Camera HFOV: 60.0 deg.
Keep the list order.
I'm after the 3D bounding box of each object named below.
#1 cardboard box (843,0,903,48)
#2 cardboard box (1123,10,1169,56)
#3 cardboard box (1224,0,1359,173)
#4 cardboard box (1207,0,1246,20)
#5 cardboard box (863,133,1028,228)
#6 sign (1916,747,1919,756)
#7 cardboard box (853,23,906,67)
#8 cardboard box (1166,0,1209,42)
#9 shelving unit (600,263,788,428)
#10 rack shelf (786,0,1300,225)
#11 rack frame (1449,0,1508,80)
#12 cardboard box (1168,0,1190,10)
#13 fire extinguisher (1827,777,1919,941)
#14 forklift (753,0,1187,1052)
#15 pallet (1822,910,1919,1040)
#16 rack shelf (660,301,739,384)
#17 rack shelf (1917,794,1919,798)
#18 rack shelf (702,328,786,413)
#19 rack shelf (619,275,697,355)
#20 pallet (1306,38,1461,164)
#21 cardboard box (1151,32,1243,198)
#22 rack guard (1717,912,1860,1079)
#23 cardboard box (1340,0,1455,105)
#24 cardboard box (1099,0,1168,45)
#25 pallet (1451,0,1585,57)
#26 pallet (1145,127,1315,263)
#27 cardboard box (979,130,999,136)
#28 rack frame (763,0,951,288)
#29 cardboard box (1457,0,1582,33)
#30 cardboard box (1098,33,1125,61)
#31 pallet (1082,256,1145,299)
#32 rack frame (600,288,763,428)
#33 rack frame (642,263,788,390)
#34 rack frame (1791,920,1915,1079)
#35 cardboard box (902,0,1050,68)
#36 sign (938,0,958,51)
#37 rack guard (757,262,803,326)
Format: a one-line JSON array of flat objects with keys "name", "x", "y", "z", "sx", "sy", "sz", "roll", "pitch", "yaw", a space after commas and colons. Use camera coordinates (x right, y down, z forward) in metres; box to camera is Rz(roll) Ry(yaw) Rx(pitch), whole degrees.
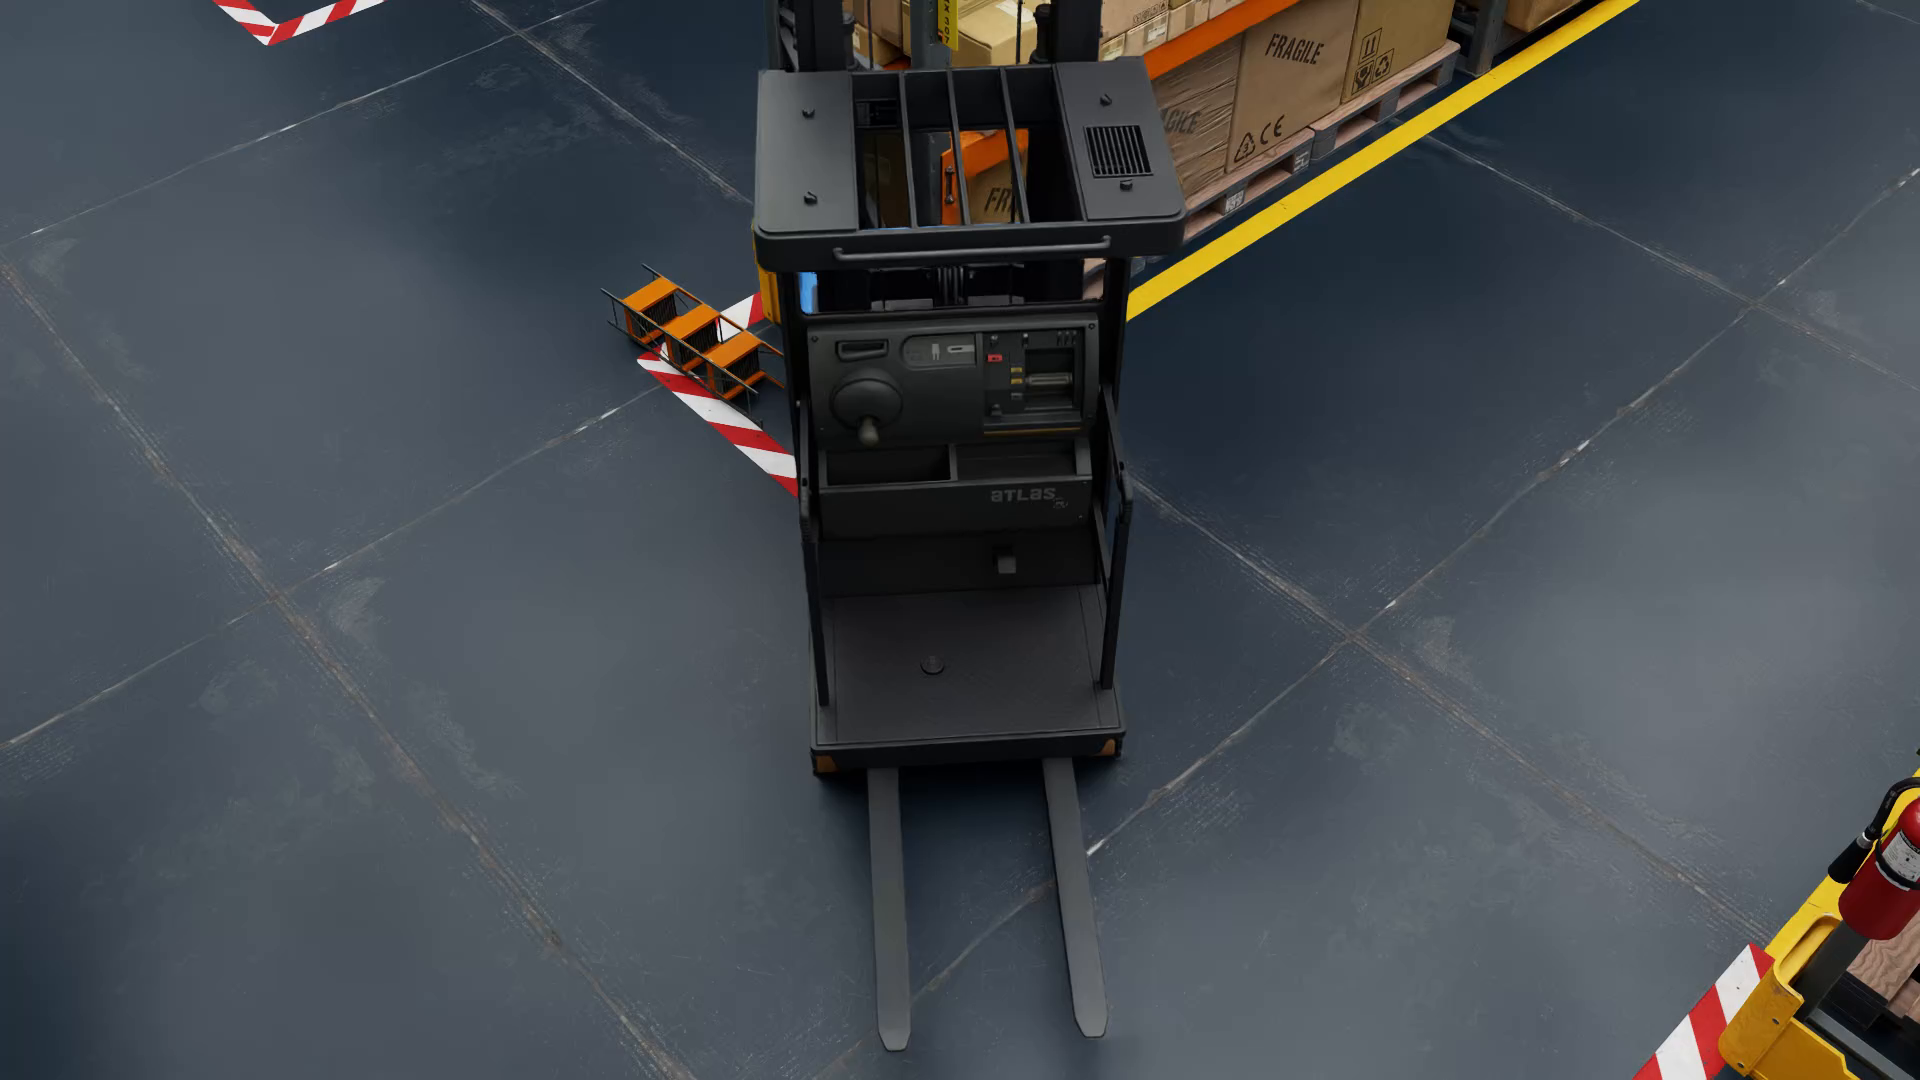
[{"name": "cardboard box", "x": -0.232, "y": -2.306, "z": 6.789, "sx": 0.500, "sy": 0.250, "sz": 0.500, "roll": -35, "pitch": 56, "yaw": -28}, {"name": "cardboard box", "x": 0.643, "y": -2.167, "z": 6.932, "sx": 0.250, "sy": 0.149, "sz": 0.380, "roll": -35, "pitch": 56, "yaw": -28}, {"name": "cardboard box", "x": 1.339, "y": -2.544, "z": 8.269, "sx": 0.875, "sy": 0.875, "sz": 0.875, "roll": -34, "pitch": 56, "yaw": -27}, {"name": "cardboard box", "x": 1.022, "y": -2.420, "z": 7.166, "sx": 0.250, "sy": 0.149, "sz": 0.380, "roll": -34, "pitch": 56, "yaw": -27}, {"name": "cardboard box", "x": 0.008, "y": -1.654, "z": 7.448, "sx": 0.875, "sy": 0.875, "sz": 0.875, "roll": -34, "pitch": 56, "yaw": -27}, {"name": "sign", "x": 2.538, "y": 0.475, "z": 4.213, "sx": 0.005, "sy": 0.325, "sz": 0.100, "roll": -34, "pitch": 56, "yaw": -27}, {"name": "cardboard box", "x": -0.370, "y": -2.142, "z": 6.909, "sx": 0.250, "sy": 0.149, "sz": 0.380, "roll": -33, "pitch": 55, "yaw": -27}, {"name": "cardboard box", "x": 0.832, "y": -2.292, "z": 7.048, "sx": 0.250, "sy": 0.149, "sz": 0.380, "roll": -35, "pitch": 56, "yaw": -28}, {"name": "shelving unit", "x": -1.162, "y": -0.883, "z": 7.451, "sx": 1.050, "sy": 0.215, "sz": 0.252, "roll": 34, "pitch": 56, "yaw": 27}, {"name": "rack shelf", "x": 1.068, "y": -2.617, "z": 7.666, "sx": 4.000, "sy": 0.370, "sz": 1.077, "roll": -34, "pitch": 56, "yaw": -27}, {"name": "rack frame", "x": 2.547, "y": -3.850, "z": 8.314, "sx": 0.127, "sy": 3.000, "sz": 1.000, "roll": -34, "pitch": 56, "yaw": -27}, {"name": "cardboard box", "x": 0.879, "y": -2.519, "z": 6.987, "sx": 0.500, "sy": 0.250, "sz": 0.500, "roll": -36, "pitch": 57, "yaw": -28}, {"name": "fire extinguisher", "x": 2.503, "y": 0.802, "z": 4.329, "sx": 0.183, "sy": 0.674, "sz": 0.296, "roll": -34, "pitch": 56, "yaw": -27}, {"name": "forklift", "x": 0.000, "y": -0.413, "z": 5.190, "sx": 1.130, "sy": 2.935, "sz": 3.031, "roll": -3, "pitch": 47, "yaw": -3}, {"name": "pallet", "x": 3.556, "y": 1.380, "z": 5.386, "sx": 1.213, "sy": 0.211, "sz": 1.003, "roll": -34, "pitch": 56, "yaw": -27}, {"name": "rack shelf", "x": -1.155, "y": -0.878, "z": 7.446, "sx": 0.259, "sy": 0.215, "sz": 0.240, "roll": 34, "pitch": 56, "yaw": 27}, {"name": "rack shelf", "x": 4.400, "y": 0.077, "z": 5.181, "sx": 4.000, "sy": 0.370, "sz": 1.077, "roll": -34, "pitch": 56, "yaw": -27}, {"name": "rack shelf", "x": -0.950, "y": -0.740, "z": 7.319, "sx": 0.259, "sy": 0.215, "sz": 0.240, "roll": 34, "pitch": 56, "yaw": 27}, {"name": "rack shelf", "x": -1.364, "y": -1.019, "z": 7.576, "sx": 0.259, "sy": 0.215, "sz": 0.240, "roll": 34, "pitch": 56, "yaw": 27}, {"name": "pallet", "x": 1.932, "y": -2.570, "z": 9.031, "sx": 1.213, "sy": 0.211, "sz": 1.003, "roll": -34, "pitch": 56, "yaw": -27}, {"name": "cardboard box", "x": 0.681, "y": -2.104, "z": 7.863, "sx": 0.875, "sy": 0.875, "sz": 0.875, "roll": -34, "pitch": 56, "yaw": -27}, {"name": "rack guard", "x": 2.911, "y": 1.688, "z": 4.906, "sx": 0.348, "sy": 0.500, "sz": 1.175, "roll": -34, "pitch": 56, "yaw": -27}, {"name": "cardboard box", "x": 2.005, "y": -2.989, "z": 8.680, "sx": 0.875, "sy": 0.875, "sz": 0.875, "roll": -34, "pitch": 56, "yaw": -27}, {"name": "cardboard box", "x": 0.505, "y": -2.273, "z": 6.759, "sx": 0.500, "sy": 0.250, "sz": 0.500, "roll": -34, "pitch": 56, "yaw": -28}, {"name": "pallet", "x": 3.068, "y": -3.326, "z": 9.729, "sx": 1.213, "sy": 0.211, "sz": 1.003, "roll": -34, "pitch": 56, "yaw": -27}, {"name": "pallet", "x": 1.029, "y": -1.964, "z": 8.472, "sx": 1.213, "sy": 0.211, "sz": 1.003, "roll": -34, "pitch": 56, "yaw": -27}, {"name": "cardboard box", "x": 0.073, "y": -1.783, "z": 6.578, "sx": 0.250, "sy": 0.149, "sz": 0.380, "roll": -33, "pitch": 55, "yaw": -27}, {"name": "rack frame", "x": -0.412, "y": -1.872, "z": 6.489, "sx": 0.127, "sy": 3.000, "sz": 1.000, "roll": -34, "pitch": 56, "yaw": -27}, {"name": "cardboard box", "x": 3.008, "y": -3.599, "z": 9.243, "sx": 0.875, "sy": 0.875, "sz": 1.225, "roll": -34, "pitch": 56, "yaw": -27}, {"name": "cardboard box", "x": 0.451, "y": -2.037, "z": 6.813, "sx": 0.250, "sy": 0.149, "sz": 0.380, "roll": -35, "pitch": 56, "yaw": -28}, {"name": "pallet", "x": 0.127, "y": -1.364, "z": 7.918, "sx": 1.213, "sy": 0.211, "sz": 1.003, "roll": -34, "pitch": 56, "yaw": -27}, {"name": "rack frame", "x": -1.245, "y": -0.817, "z": 7.390, "sx": 1.050, "sy": 0.200, "sz": 0.008, "roll": 34, "pitch": 56, "yaw": 27}, {"name": "rack frame", "x": -1.080, "y": -0.949, "z": 7.512, "sx": 1.050, "sy": 0.200, "sz": 0.008, "roll": 34, "pitch": 56, "yaw": 27}, {"name": "rack frame", "x": 2.920, "y": 0.821, "z": 4.004, "sx": 0.127, "sy": 3.000, "sz": 1.000, "roll": -34, "pitch": 56, "yaw": -27}, {"name": "cardboard box", "x": 0.125, "y": -2.012, "z": 6.519, "sx": 0.500, "sy": 0.250, "sz": 0.500, "roll": -35, "pitch": 56, "yaw": -28}, {"name": "sign", "x": -0.043, "y": -1.887, "z": 5.861, "sx": 0.005, "sy": 0.325, "sz": 0.100, "roll": -34, "pitch": 56, "yaw": -27}, {"name": "rack guard", "x": -0.430, "y": -1.012, "z": 7.397, "sx": 0.348, "sy": 0.500, "sz": 1.175, "roll": -34, "pitch": 56, "yaw": -27}]
